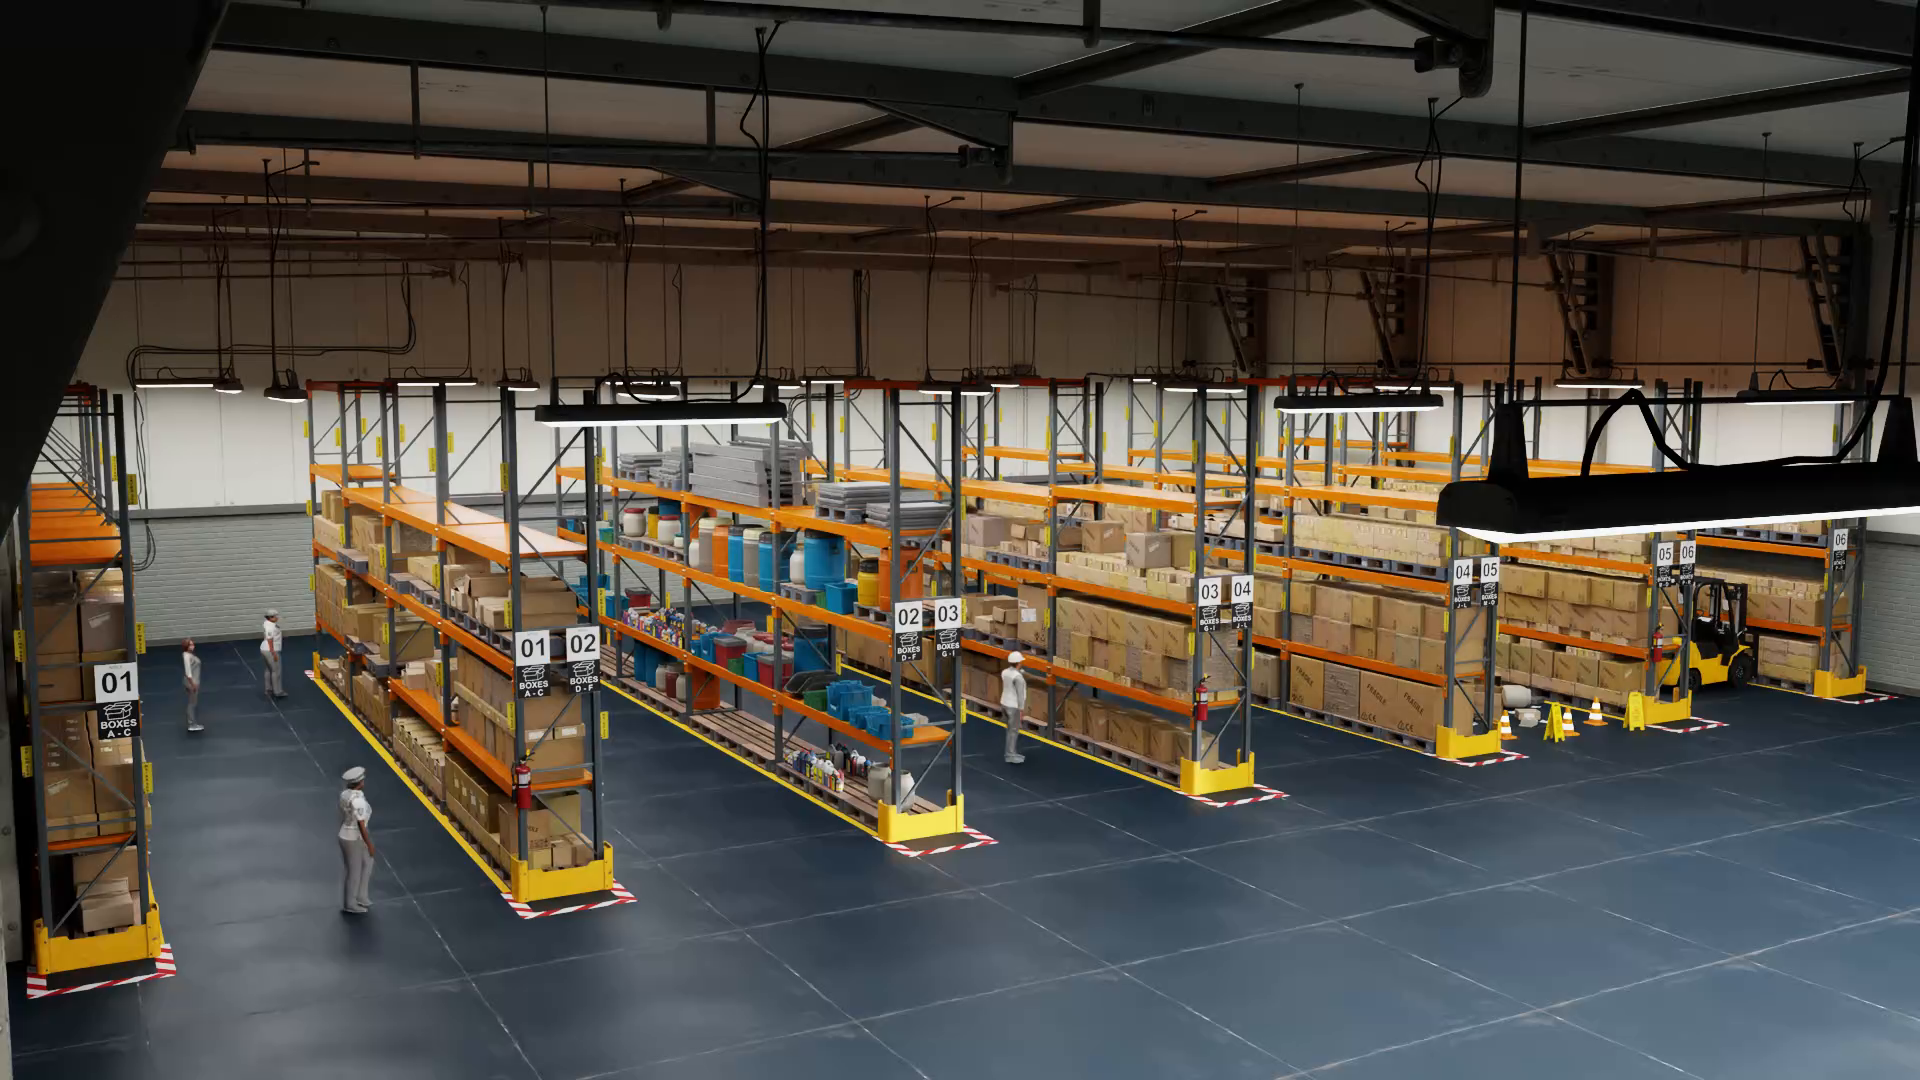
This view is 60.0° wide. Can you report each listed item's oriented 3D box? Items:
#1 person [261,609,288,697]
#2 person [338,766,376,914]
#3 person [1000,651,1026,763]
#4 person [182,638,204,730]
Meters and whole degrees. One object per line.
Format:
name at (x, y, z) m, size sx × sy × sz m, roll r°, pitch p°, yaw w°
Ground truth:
person at (-13.069, 2.142, 31.645) m, size 0.430 × 1.660 × 0.587 m, roll -4°, pitch 7°, yaw -33°
person at (-6.966, 3.489, 19.243) m, size 0.431 × 1.731 × 0.487 m, roll -1°, pitch 6°, yaw -12°
person at (0.887, 2.644, 26.375) m, size 0.439 × 1.784 × 0.557 m, roll -3°, pitch 7°, yaw -24°
person at (-13.234, 2.497, 28.673) m, size 0.308 × 1.631 × 0.441 m, roll -3°, pitch 7°, yaw -27°
